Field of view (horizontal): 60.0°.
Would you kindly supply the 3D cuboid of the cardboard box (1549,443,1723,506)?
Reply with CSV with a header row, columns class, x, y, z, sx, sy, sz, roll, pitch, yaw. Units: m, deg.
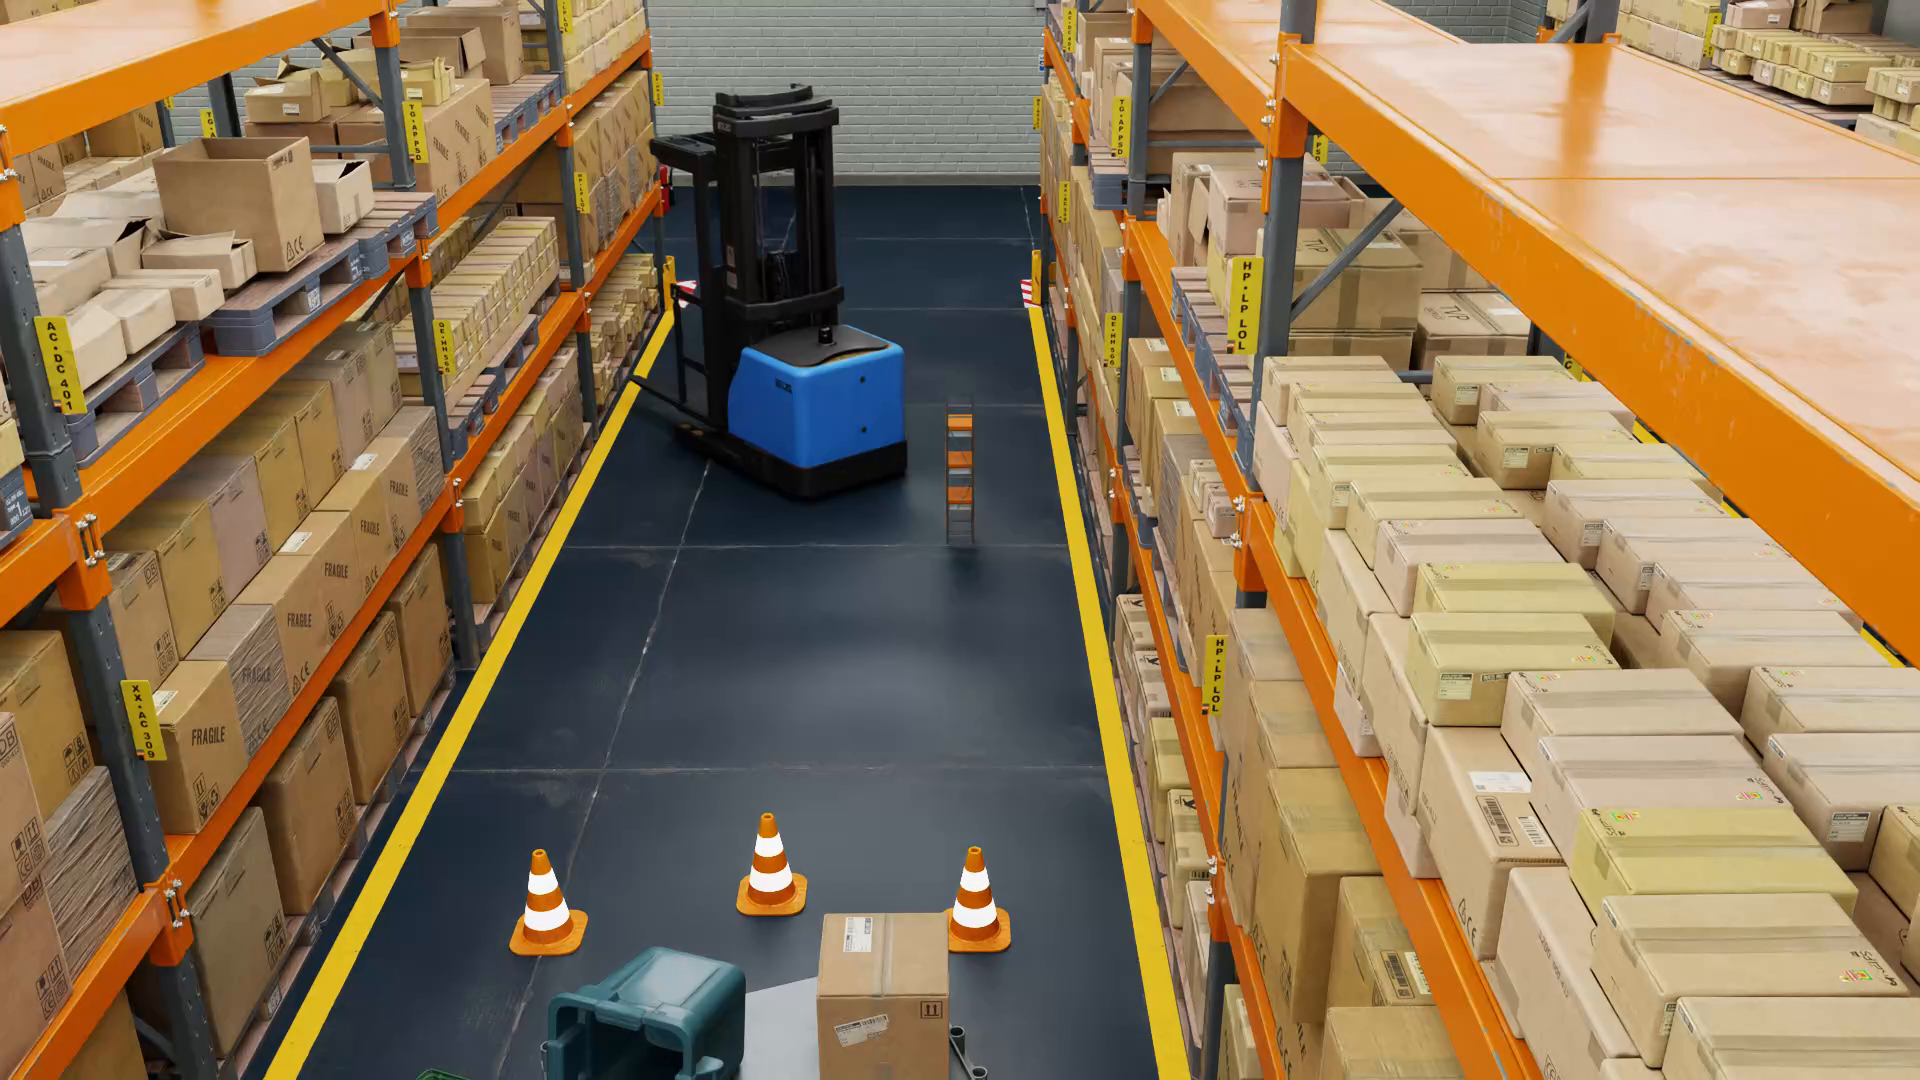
class,x,y,z,sx,sy,sz,roll,pitch,yaw
cardboard box,1.835,-0.151,4.525,0.380,0.149,0.250,0,24,1

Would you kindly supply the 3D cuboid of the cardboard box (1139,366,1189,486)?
class,x,y,z,sx,sy,sz,roll,pitch,yaw
cardboard box,1.229,-0.606,8.840,0.500,0.500,0.500,1,24,2

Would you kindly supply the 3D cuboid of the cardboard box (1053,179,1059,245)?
class,x,y,z,sx,sy,sz,roll,pitch,yaw
cardboard box,1.107,-2.937,14.866,0.500,0.500,0.500,-1,24,-1

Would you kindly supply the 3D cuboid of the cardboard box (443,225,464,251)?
class,x,y,z,sx,sy,sz,roll,pitch,yaw
cardboard box,-3.996,-2.287,12.624,0.380,0.149,0.250,0,24,1

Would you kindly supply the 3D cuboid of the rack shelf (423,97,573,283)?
class,x,y,z,sx,sy,sz,roll,pitch,yaw
rack shelf,-3.528,-2.433,11.107,1.077,0.370,4.000,0,24,-1

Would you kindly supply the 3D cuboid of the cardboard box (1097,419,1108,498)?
class,x,y,z,sx,sy,sz,roll,pitch,yaw
cardboard box,1.503,-0.878,12.504,0.875,0.875,0.875,0,24,1

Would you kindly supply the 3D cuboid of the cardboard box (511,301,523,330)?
class,x,y,z,sx,sy,sz,roll,pitch,yaw
cardboard box,-3.330,-1.596,11.817,0.380,0.149,0.250,1,24,2

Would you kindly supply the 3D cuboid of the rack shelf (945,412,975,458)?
class,x,y,z,sx,sy,sz,roll,pitch,yaw
rack shelf,-0.001,-0.749,11.853,0.215,0.259,0.240,0,24,-1

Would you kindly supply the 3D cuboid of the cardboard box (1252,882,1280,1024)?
class,x,y,z,sx,sy,sz,roll,pitch,yaw
cardboard box,1.241,1.222,5.309,0.500,0.500,0.500,0,24,-1

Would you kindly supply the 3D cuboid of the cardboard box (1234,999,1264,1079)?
class,x,y,z,sx,sy,sz,roll,pitch,yaw
cardboard box,1.164,1.734,5.789,0.380,0.149,0.250,0,24,0

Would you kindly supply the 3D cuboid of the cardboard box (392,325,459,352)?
class,x,y,z,sx,sy,sz,roll,pitch,yaw
cardboard box,-3.323,-1.220,10.265,0.380,0.149,0.250,-1,24,-2

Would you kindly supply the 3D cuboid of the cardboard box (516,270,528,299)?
class,x,y,z,sx,sy,sz,roll,pitch,yaw
cardboard box,-3.335,-1.837,11.990,0.380,0.149,0.250,-1,24,-3

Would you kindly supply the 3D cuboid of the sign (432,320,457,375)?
class,x,y,z,sx,sy,sz,roll,pitch,yaw
sign,-2.951,-1.102,9.524,0.100,0.325,0.005,0,24,-1

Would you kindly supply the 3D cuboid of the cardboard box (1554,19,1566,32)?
class,x,y,z,sx,sy,sz,roll,pitch,yaw
cardboard box,6.090,-5.075,16.378,0.380,0.149,0.250,0,24,1

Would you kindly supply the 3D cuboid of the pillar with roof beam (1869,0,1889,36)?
class,x,y,z,sx,sy,sz,roll,pitch,yaw
pillar with roof beam,2.951,-5.311,12.957,9.100,9.000,0.400,0,24,-1

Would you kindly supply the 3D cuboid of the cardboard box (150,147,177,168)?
class,x,y,z,sx,sy,sz,roll,pitch,yaw
cardboard box,-3.718,-1.834,8.386,0.500,0.311,0.500,0,24,0

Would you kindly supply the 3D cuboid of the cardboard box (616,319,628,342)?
class,x,y,z,sx,sy,sz,roll,pitch,yaw
cardboard box,-3.284,-1.930,15.351,0.380,0.149,0.250,0,24,-1

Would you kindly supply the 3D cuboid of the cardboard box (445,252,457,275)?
class,x,y,z,sx,sy,sz,roll,pitch,yaw
cardboard box,-3.997,-2.054,12.468,0.380,0.149,0.250,0,24,1

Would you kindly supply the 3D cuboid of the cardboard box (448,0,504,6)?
class,x,y,z,sx,sy,sz,roll,pitch,yaw
cardboard box,-3.884,-4.264,13.372,0.380,0.149,0.250,0,24,-1

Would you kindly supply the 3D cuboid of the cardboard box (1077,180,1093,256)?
class,x,y,z,sx,sy,sz,roll,pitch,yaw
cardboard box,1.150,-2.392,12.447,0.500,0.500,0.500,0,24,-1

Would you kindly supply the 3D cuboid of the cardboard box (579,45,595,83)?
class,x,y,z,sx,sy,sz,roll,pitch,yaw
cardboard box,-3.305,-3.915,13.692,0.500,0.250,0.500,-1,24,-1

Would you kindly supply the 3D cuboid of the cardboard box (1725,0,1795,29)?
class,x,y,z,sx,sy,sz,roll,pitch,yaw
cardboard box,6.017,-3.994,12.495,0.396,0.266,0.258,0,24,-1

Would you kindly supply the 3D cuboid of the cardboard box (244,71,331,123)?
class,x,y,z,sx,sy,sz,roll,pitch,yaw
cardboard box,-3.770,-2.497,9.324,0.396,0.266,0.258,0,24,-1

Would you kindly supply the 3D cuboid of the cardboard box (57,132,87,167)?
class,x,y,z,sx,sy,sz,roll,pitch,yaw
cardboard box,-8.813,-3.890,16.006,0.500,0.500,0.500,-1,24,-2

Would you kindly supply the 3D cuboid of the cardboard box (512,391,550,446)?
class,x,y,z,sx,sy,sz,roll,pitch,yaw
cardboard box,-3.276,-0.877,12.047,0.500,0.250,0.500,-1,24,-3

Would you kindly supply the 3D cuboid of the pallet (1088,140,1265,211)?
class,x,y,z,sx,sy,sz,roll,pitch,yaw
pallet,1.383,-2.180,9.903,1.213,0.211,1.003,1,24,2

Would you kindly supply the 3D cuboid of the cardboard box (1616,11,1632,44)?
class,x,y,z,sx,sy,sz,roll,pitch,yaw
cardboard box,6.098,-4.571,14.781,0.500,0.250,0.500,-1,24,-1

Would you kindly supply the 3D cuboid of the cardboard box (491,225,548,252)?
class,x,y,z,sx,sy,sz,roll,pitch,yaw
cardboard box,-3.346,-2.291,12.633,0.380,0.149,0.250,-1,24,-2

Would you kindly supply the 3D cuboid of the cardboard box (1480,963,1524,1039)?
class,x,y,z,sx,sy,sz,roll,pitch,yaw
cardboard box,1.256,0.845,3.290,0.380,0.149,0.250,0,24,-1

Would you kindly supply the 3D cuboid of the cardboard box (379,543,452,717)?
class,x,y,z,sx,sy,sz,roll,pitch,yaw
cardboard box,-3.589,0.515,9.576,1.050,0.750,0.750,-1,24,-1

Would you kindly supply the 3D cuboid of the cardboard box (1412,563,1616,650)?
class,x,y,z,sx,sy,sz,roll,pitch,yaw
cardboard box,1.263,0.170,3.815,0.380,0.149,0.250,0,24,0

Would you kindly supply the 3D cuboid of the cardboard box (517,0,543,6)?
class,x,y,z,sx,sy,sz,roll,pitch,yaw
cardboard box,-3.340,-4.263,13.370,0.380,0.149,0.250,-1,24,-1

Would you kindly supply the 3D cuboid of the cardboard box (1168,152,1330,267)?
class,x,y,z,sx,sy,sz,roll,pitch,yaw
cardboard box,1.443,-1.656,8.393,0.700,0.500,0.500,0,24,-1

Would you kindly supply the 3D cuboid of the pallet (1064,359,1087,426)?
class,x,y,z,sx,sy,sz,roll,pitch,yaw
pallet,1.469,-1.326,14.808,1.003,0.211,1.213,0,24,-1

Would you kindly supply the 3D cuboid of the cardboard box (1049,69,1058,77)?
class,x,y,z,sx,sy,sz,roll,pitch,yaw
cardboard box,1.082,-4.580,16.498,0.380,0.149,0.250,0,24,1

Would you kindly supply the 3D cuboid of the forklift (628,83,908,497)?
class,x,y,z,sx,sy,sz,roll,pitch,yaw
forklift,-1.741,-2.195,13.430,1.130,2.935,3.031,-19,30,-35

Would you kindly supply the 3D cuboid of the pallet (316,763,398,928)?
class,x,y,z,sx,sy,sz,roll,pitch,yaw
pallet,-3.562,1.527,8.501,1.003,0.211,1.213,0,24,-1

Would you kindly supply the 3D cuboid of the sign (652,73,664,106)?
class,x,y,z,sx,sy,sz,roll,pitch,yaw
sign,-3.038,-4.533,16.727,0.100,0.325,0.005,0,24,-1

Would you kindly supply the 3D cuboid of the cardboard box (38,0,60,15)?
class,x,y,z,sx,sy,sz,roll,pitch,yaw
cardboard box,-8.555,-4.876,14.882,0.700,0.500,0.500,-2,24,-4

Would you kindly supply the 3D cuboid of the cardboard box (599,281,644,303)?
class,x,y,z,sx,sy,sz,roll,pitch,yaw
cardboard box,-3.261,-2.386,15.997,0.380,0.149,0.250,1,24,1

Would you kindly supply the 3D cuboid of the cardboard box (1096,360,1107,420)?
class,x,y,z,sx,sy,sz,roll,pitch,yaw
cardboard box,1.156,-0.984,10.850,0.500,0.250,0.500,0,24,0

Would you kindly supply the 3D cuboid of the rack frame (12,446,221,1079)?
class,x,y,z,sx,sy,sz,roll,pitch,yaw
rack frame,-3.462,1.078,6.110,1.000,3.000,0.127,0,24,-1

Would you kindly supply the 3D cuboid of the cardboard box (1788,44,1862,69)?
class,x,y,z,sx,sy,sz,roll,pitch,yaw
cardboard box,6.052,-3.381,11.641,0.380,0.149,0.250,0,24,0

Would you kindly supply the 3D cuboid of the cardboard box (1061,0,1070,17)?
class,x,y,z,sx,sy,sz,roll,pitch,yaw
cardboard box,1.137,-4.971,15.517,0.380,0.149,0.250,1,24,1

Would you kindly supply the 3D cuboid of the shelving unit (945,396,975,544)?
class,x,y,z,sx,sy,sz,roll,pitch,yaw
shelving unit,-0.001,-0.500,11.966,0.215,1.050,0.252,0,24,-1

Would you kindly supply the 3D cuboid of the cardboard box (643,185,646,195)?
class,x,y,z,sx,sy,sz,roll,pitch,yaw
cardboard box,-3.342,-3.517,16.574,0.380,0.149,0.250,0,24,-1

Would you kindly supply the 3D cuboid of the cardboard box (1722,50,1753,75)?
class,x,y,z,sx,sy,sz,roll,pitch,yaw
cardboard box,5.936,-3.564,12.407,0.380,0.149,0.250,0,24,0

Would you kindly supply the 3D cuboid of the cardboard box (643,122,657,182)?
class,x,y,z,sx,sy,sz,roll,pitch,yaw
cardboard box,-3.331,-3.864,16.554,0.500,0.500,0.500,0,24,1

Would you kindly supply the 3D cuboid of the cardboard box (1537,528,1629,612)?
class,x,y,z,sx,sy,sz,roll,pitch,yaw
cardboard box,1.758,0.179,4.278,0.500,0.250,0.500,-1,24,-1

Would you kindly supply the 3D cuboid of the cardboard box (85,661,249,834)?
class,x,y,z,sx,sy,sz,roll,pitch,yaw
cardboard box,-3.199,0.814,6.571,0.500,0.500,0.500,0,24,0

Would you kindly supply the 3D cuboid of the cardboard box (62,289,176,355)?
class,x,y,z,sx,sy,sz,roll,pitch,yaw
cardboard box,-3.225,-0.840,6.384,0.250,0.149,0.380,0,24,-1

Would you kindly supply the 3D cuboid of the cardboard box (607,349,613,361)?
class,x,y,z,sx,sy,sz,roll,pitch,yaw
cardboard box,-3.380,-1.689,15.179,0.380,0.149,0.250,-1,24,-3

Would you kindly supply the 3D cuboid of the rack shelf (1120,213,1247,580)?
class,x,y,z,sx,sy,sz,roll,pitch,yaw
rack shelf,1.464,-0.849,7.604,1.077,0.370,4.000,0,24,-1

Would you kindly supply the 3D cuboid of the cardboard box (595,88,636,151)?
class,x,y,z,sx,sy,sz,roll,pitch,yaw
cardboard box,-3.319,-3.893,15.406,0.500,0.500,0.500,1,24,2

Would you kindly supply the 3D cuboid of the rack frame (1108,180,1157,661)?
class,x,y,z,sx,sy,sz,roll,pitch,yaw
rack frame,1.443,-0.634,9.896,1.000,3.000,0.127,0,24,-1

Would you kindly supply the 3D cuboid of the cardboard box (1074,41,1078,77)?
class,x,y,z,sx,sy,sz,roll,pitch,yaw
cardboard box,1.055,-3.572,12.404,0.396,0.266,0.258,0,24,-1

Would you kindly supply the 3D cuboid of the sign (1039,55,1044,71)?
class,x,y,z,sx,sy,sz,roll,pitch,yaw
sign,1.222,-6.402,22.321,0.327,0.218,0.001,0,24,-1

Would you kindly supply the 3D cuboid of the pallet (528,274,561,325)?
class,x,y,z,sx,sy,sz,roll,pitch,yaw
pallet,-3.687,-1.816,12.741,1.003,0.211,1.213,0,24,-1
